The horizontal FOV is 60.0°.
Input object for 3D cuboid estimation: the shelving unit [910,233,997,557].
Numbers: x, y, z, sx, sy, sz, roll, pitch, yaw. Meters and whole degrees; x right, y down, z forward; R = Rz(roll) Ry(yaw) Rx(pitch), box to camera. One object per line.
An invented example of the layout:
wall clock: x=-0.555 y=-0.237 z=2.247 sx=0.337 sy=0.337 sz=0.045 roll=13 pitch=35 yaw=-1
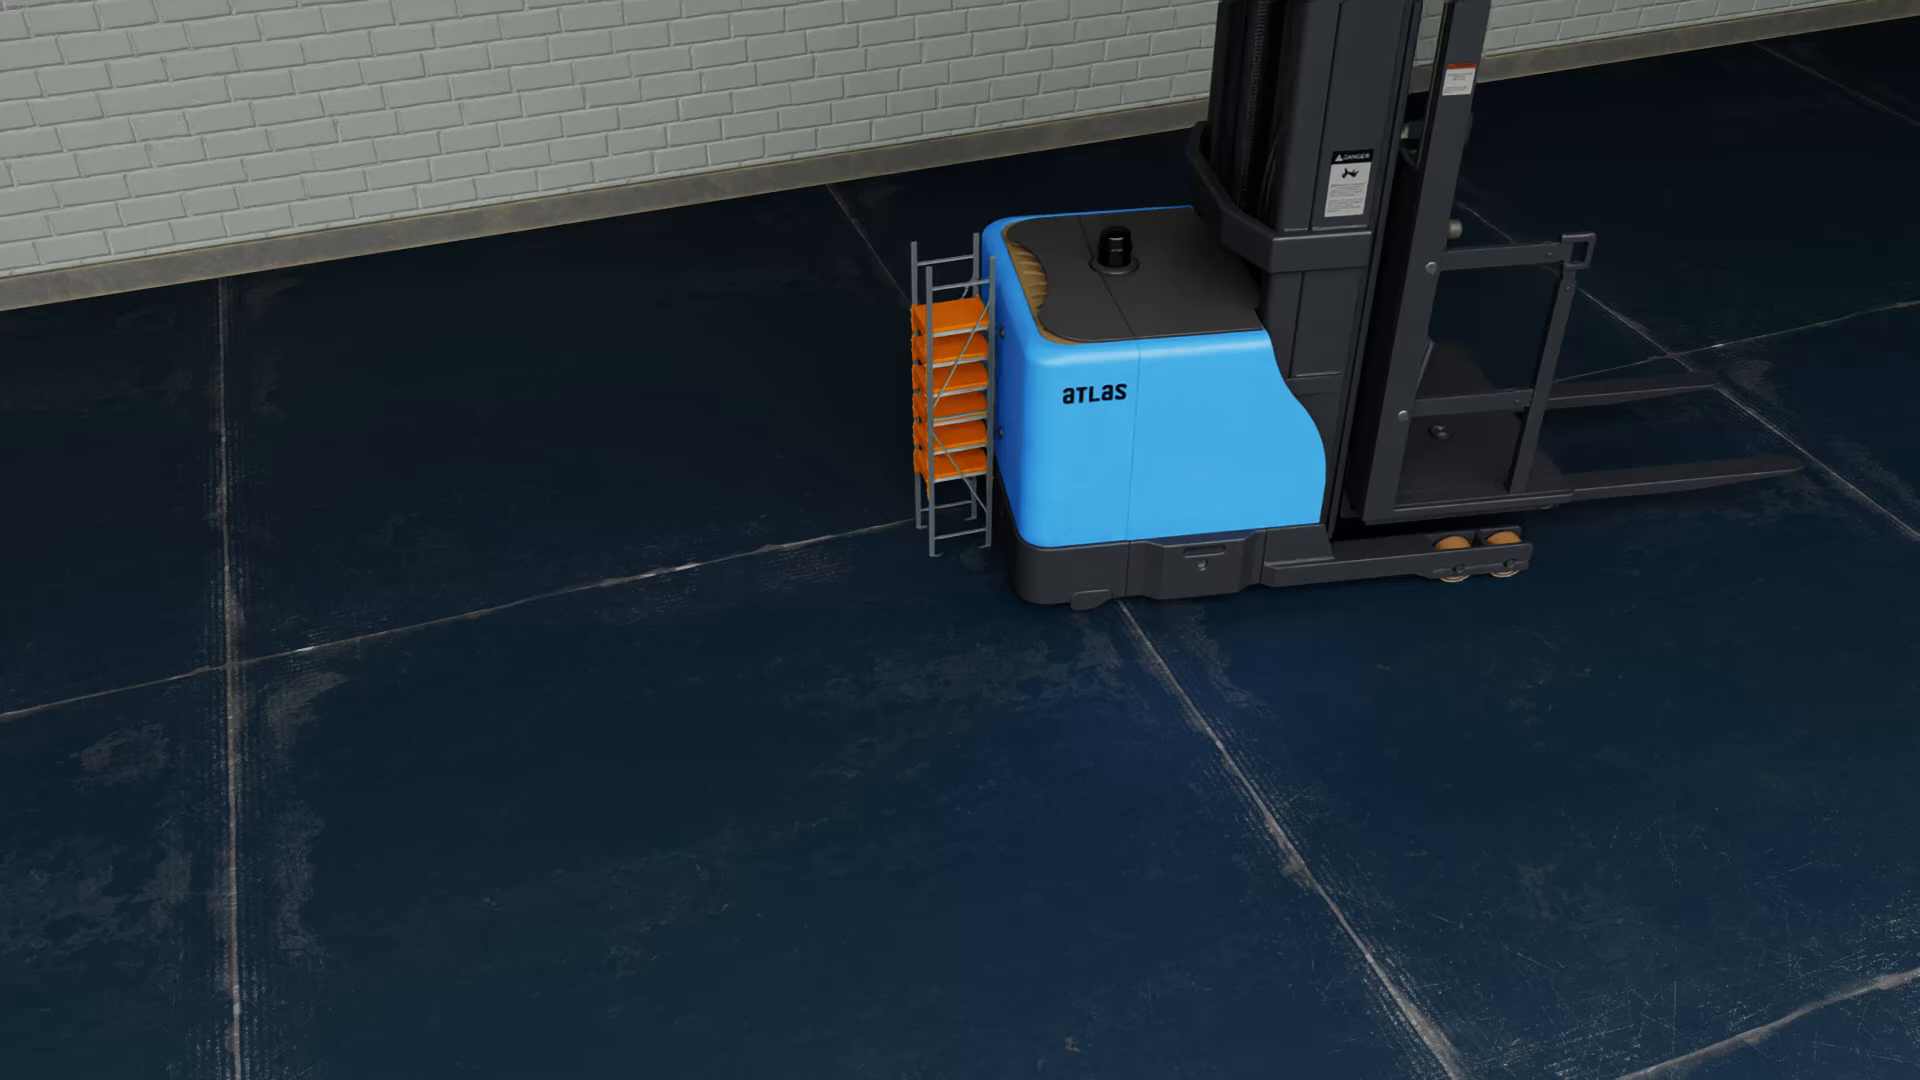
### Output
shelving unit: x=-0.024 y=-0.488 z=5.900 sx=0.258 sy=1.200 sz=0.189 roll=-10 pitch=38 yaw=-13

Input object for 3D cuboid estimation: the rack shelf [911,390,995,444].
rack shelf: x=-0.024 y=-0.453 z=5.927 sx=0.258 sy=0.103 sz=0.180 roll=-10 pitch=38 yaw=-13

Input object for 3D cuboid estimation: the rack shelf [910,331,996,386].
rack shelf: x=-0.024 y=-0.644 z=5.782 sx=0.258 sy=0.103 sz=0.180 roll=-10 pitch=38 yaw=-13

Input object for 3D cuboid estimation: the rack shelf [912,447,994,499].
rack shelf: x=-0.025 y=-0.262 z=6.072 sx=0.258 sy=0.103 sz=0.180 roll=-10 pitch=38 yaw=-13

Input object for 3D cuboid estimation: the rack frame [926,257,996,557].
rack frame: x=0.002 y=-0.435 z=5.831 sx=0.240 sy=1.200 sz=0.006 roll=-10 pitch=38 yaw=-13

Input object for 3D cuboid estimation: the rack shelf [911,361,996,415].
rack shelf: x=-0.024 y=-0.549 z=5.855 sx=0.258 sy=0.103 sz=0.180 roll=-10 pitch=38 yaw=-13

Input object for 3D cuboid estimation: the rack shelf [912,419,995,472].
rack shelf: x=-0.025 y=-0.357 z=6.000 sx=0.258 sy=0.103 sz=0.180 roll=-10 pitch=38 yaw=-13

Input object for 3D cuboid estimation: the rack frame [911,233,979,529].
rack frame: x=-0.051 y=-0.541 z=5.970 sx=0.240 sy=1.200 sz=0.006 roll=-10 pitch=38 yaw=-13

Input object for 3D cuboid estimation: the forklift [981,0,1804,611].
forklift: x=1.627 y=-1.327 z=5.576 sx=3.031 sy=2.935 sz=1.130 roll=-5 pitch=37 yaw=-7

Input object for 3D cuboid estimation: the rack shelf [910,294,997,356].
rack shelf: x=-0.024 y=-0.740 z=5.710 sx=0.258 sy=0.103 sz=0.180 roll=-10 pitch=38 yaw=-13
